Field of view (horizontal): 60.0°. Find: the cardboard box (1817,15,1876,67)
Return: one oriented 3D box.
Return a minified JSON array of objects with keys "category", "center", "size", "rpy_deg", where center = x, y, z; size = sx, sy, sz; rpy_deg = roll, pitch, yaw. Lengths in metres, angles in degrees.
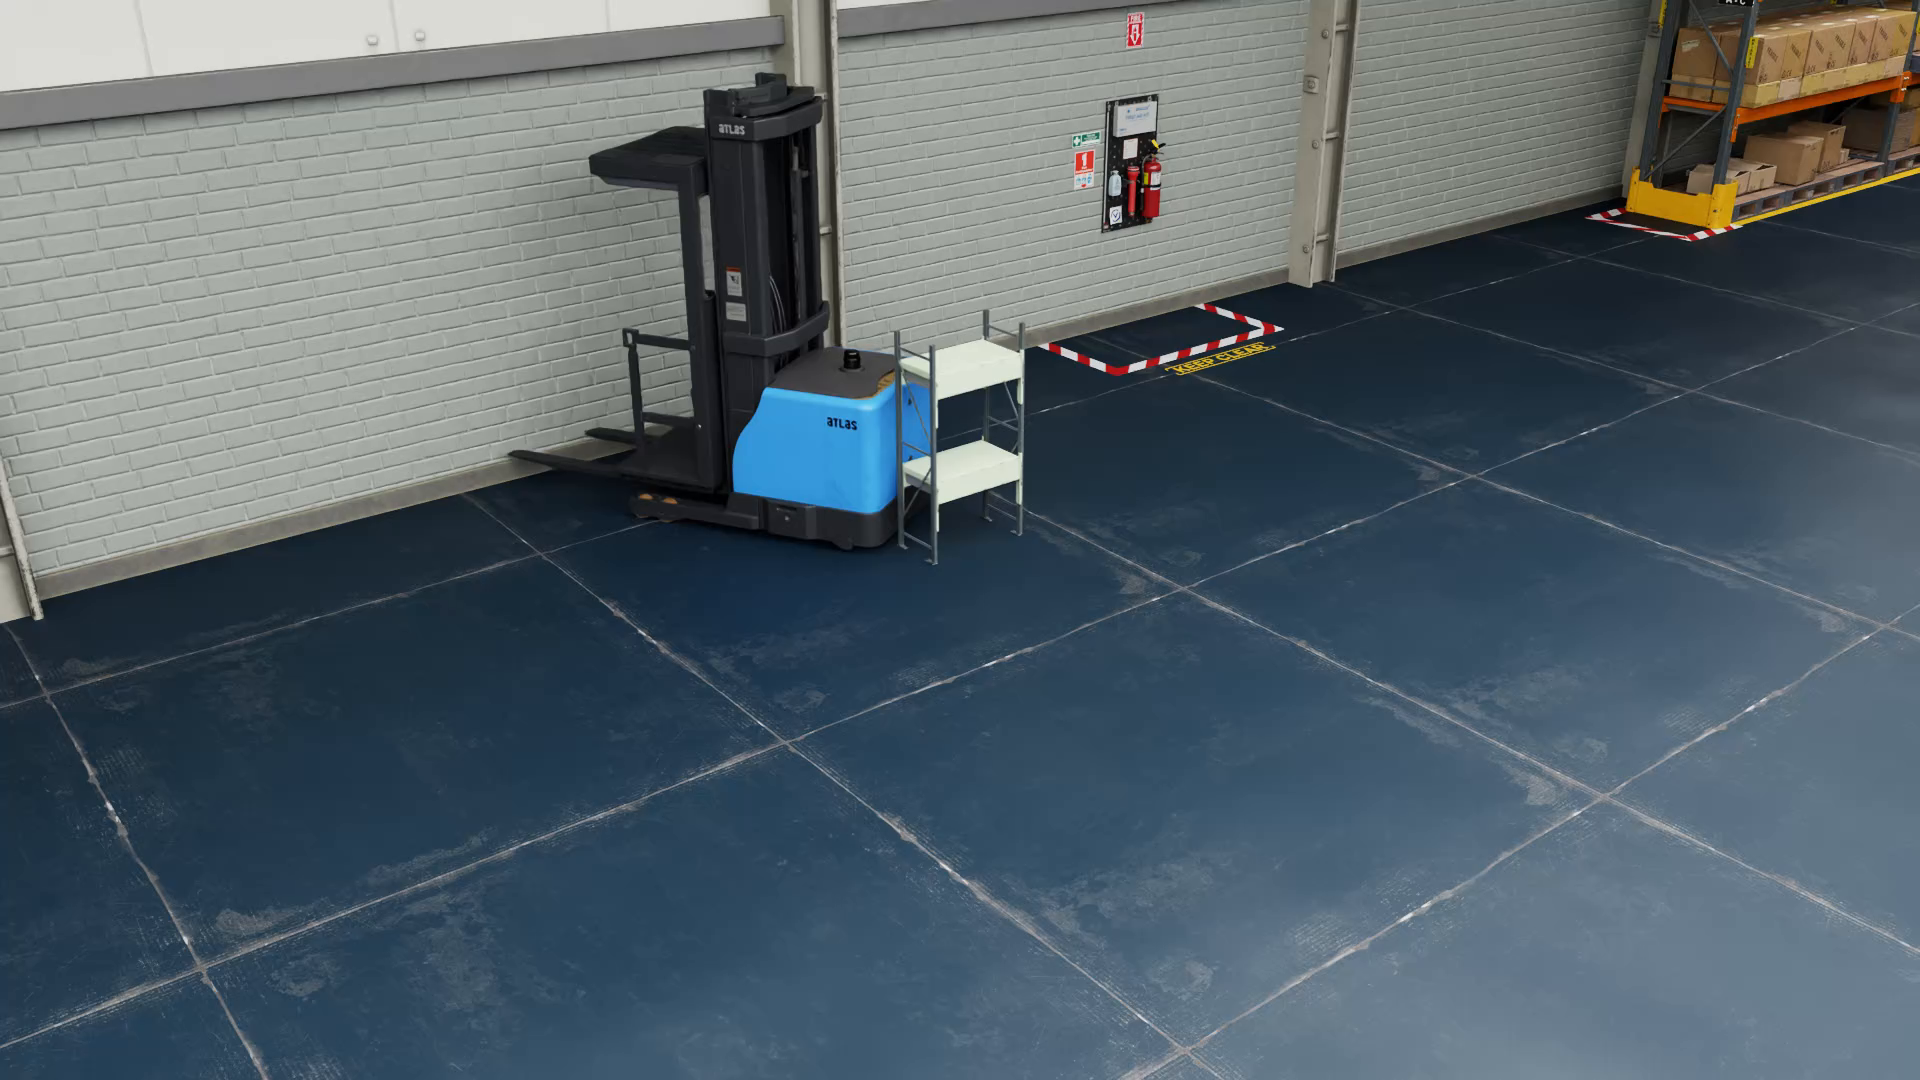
[{"category":"cardboard box","center":[10.445,-5.925,19.716],"size":[0.500,0.500,0.500],"rpy_deg":[-19,31,-35]}]

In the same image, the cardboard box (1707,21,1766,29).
[{"category":"cardboard box","center":[8.913,-5.690,19.211],"size":[0.500,0.500,0.500],"rpy_deg":[-18,30,-33]}]

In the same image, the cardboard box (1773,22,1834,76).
[{"category":"cardboard box","center":[9.637,-5.651,19.127],"size":[0.500,0.500,0.500],"rpy_deg":[-19,31,-36]}]

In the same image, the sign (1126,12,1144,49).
[{"category":"sign","center":[1.530,-4.451,14.525],"size":[0.199,0.298,0.001],"rpy_deg":[-18,31,-34]}]

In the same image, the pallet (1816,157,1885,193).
[{"category":"pallet","center":[10.912,-4.677,21.076],"size":[1.213,0.211,1.003],"rpy_deg":[-18,31,-34]}]

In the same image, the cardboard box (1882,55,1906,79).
[{"category":"cardboard box","center":[11.233,-5.845,20.436],"size":[0.500,0.250,0.500],"rpy_deg":[-18,30,-34]}]

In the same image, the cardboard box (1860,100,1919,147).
[{"category":"cardboard box","center":[12.363,-5.541,22.072],"size":[0.500,0.500,0.700],"rpy_deg":[-19,31,-35]}]

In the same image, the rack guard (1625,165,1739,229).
[{"category":"rack guard","center":[8.330,-3.974,19.220],"size":[0.348,0.500,1.175],"rpy_deg":[-18,31,-34]}]

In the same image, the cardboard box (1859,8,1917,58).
[{"category":"cardboard box","center":[11.237,-6.184,20.274],"size":[0.500,0.500,0.500],"rpy_deg":[-18,31,-34]}]

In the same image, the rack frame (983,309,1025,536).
[{"category":"rack frame","center":[0.289,-0.775,11.136],"size":[0.023,1.500,0.400],"rpy_deg":[-19,30,-34]}]

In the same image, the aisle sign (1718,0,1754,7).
[{"category":"aisle sign","center":[8.399,-6.150,17.849],"size":[0.004,0.787,0.394],"rpy_deg":[-18,31,-34]}]

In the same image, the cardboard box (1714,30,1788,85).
[{"category":"cardboard box","center":[8.832,-5.394,18.573],"size":[0.500,0.500,0.500],"rpy_deg":[-18,31,-34]}]

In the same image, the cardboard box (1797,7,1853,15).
[{"category":"cardboard box","center":[10.510,-6.223,20.359],"size":[0.500,0.500,0.500],"rpy_deg":[-18,31,-34]}]

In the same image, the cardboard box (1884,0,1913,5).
[{"category":"cardboard box","center":[12.284,-6.636,21.344],"size":[0.500,0.500,0.700],"rpy_deg":[-15,29,-29]}]

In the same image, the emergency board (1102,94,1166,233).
[{"category":"emergency board","center":[1.598,-3.369,14.946],"size":[0.643,1.169,0.194],"rpy_deg":[-18,31,-34]}]

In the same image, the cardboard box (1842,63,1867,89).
[{"category":"cardboard box","center":[10.449,-5.583,19.870],"size":[0.500,0.250,0.500],"rpy_deg":[-18,31,-34]}]

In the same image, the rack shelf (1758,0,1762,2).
[{"category":"rack shelf","center":[9.845,-6.642,19.291],"size":[4.000,0.370,1.077],"rpy_deg":[-18,31,-34]}]

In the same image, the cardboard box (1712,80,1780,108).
[{"category":"cardboard box","center":[8.851,-5.051,18.725],"size":[0.500,0.250,0.500],"rpy_deg":[-19,31,-35]}]

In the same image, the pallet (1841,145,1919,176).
[{"category":"pallet","center":[12.030,-5.065,21.914],"size":[1.213,0.211,1.003],"rpy_deg":[-18,31,-34]}]

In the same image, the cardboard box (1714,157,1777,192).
[{"category":"cardboard box","center":[9.319,-4.366,19.767],"size":[0.500,0.311,0.500],"rpy_deg":[-15,29,-30]}]

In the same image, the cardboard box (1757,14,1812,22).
[{"category":"cardboard box","center":[9.713,-5.957,19.785],"size":[0.500,0.500,0.500],"rpy_deg":[-18,30,-33]}]

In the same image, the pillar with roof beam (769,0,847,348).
[{"category":"pillar with roof beam","center":[1.501,-3.735,8.608],"size":[0.400,9.000,9.100],"rpy_deg":[-18,31,-34]}]

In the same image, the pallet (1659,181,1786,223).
[{"category":"pallet","center":[8.992,-4.043,19.710],"size":[1.213,0.211,1.003],"rpy_deg":[-18,31,-34]}]

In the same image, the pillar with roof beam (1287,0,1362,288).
[{"category":"pillar with roof beam","center":[6.223,-5.293,11.966],"size":[0.400,9.000,9.100],"rpy_deg":[-18,31,-34]}]

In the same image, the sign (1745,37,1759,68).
[{"category":"sign","center":[8.606,-5.301,18.082],"size":[0.005,0.325,0.100],"rpy_deg":[-18,31,-34]}]

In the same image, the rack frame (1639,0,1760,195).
[{"category":"rack frame","center":[8.271,-5.089,18.651],"size":[0.127,3.000,1.000],"rpy_deg":[-18,31,-34]}]

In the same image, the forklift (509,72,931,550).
[{"category":"forklift","center":[-1.753,-1.644,11.312],"size":[3.031,2.935,1.130],"rpy_deg":[10,27,20]}]

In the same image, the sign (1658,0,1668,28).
[{"category":"sign","center":[7.944,-5.946,18.748],"size":[0.005,0.325,0.100],"rpy_deg":[-18,31,-34]}]

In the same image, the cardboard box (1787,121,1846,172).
[{"category":"cardboard box","center":[10.626,-4.910,20.714],"size":[0.500,0.500,0.500],"rpy_deg":[-21,32,-38]}]

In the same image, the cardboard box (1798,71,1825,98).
[{"category":"cardboard box","center":[9.655,-5.321,19.307],"size":[0.500,0.250,0.500],"rpy_deg":[-19,31,-35]}]

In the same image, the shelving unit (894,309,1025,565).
[{"category":"shelving unit","center":[0.003,-0.679,10.929],"size":[0.755,1.500,0.431],"rpy_deg":[-19,30,-34]}]

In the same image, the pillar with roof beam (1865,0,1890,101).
[{"category":"pillar with roof beam","center":[15.666,-8.411,18.683],"size":[0.400,9.000,9.100],"rpy_deg":[-18,31,-34]}]

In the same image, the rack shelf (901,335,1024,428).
[{"category":"rack shelf","center":[0.002,-1.033,10.766],"size":[0.720,0.370,0.431],"rpy_deg":[-19,30,-34]}]
